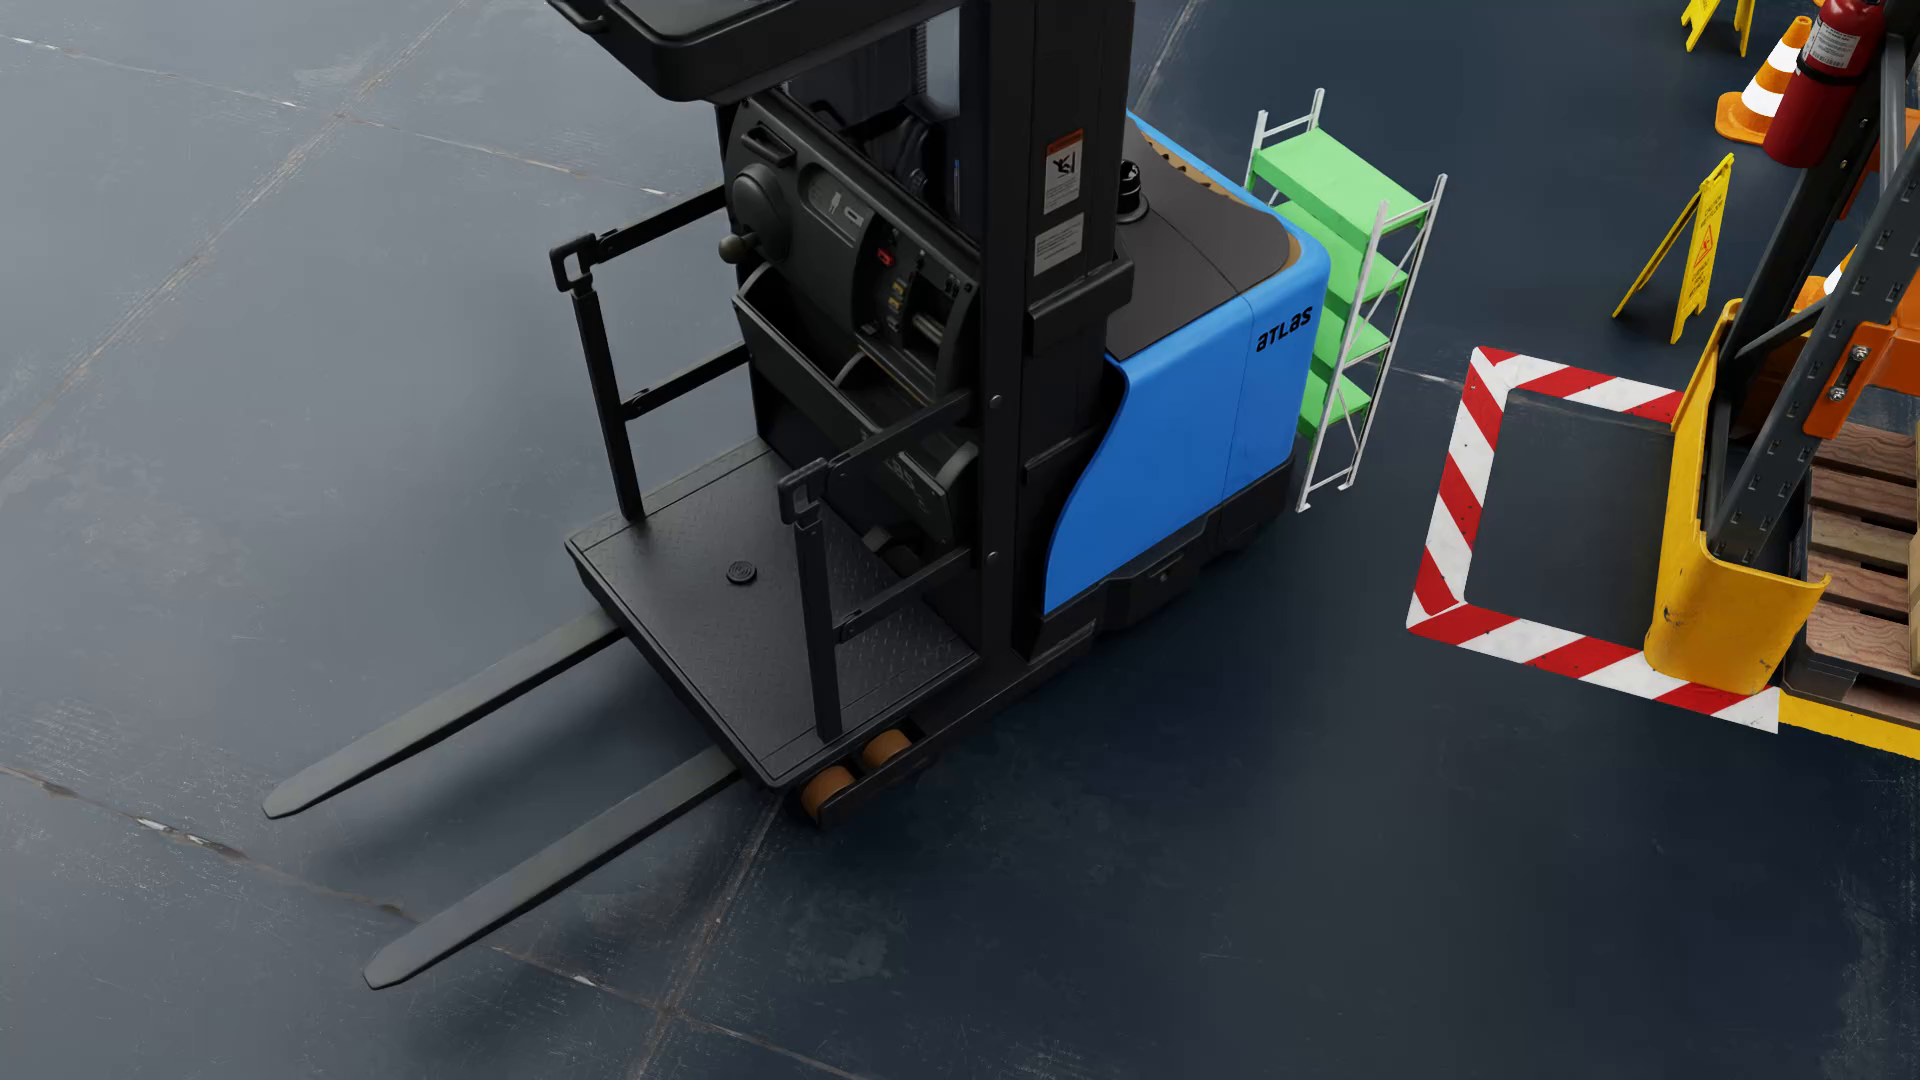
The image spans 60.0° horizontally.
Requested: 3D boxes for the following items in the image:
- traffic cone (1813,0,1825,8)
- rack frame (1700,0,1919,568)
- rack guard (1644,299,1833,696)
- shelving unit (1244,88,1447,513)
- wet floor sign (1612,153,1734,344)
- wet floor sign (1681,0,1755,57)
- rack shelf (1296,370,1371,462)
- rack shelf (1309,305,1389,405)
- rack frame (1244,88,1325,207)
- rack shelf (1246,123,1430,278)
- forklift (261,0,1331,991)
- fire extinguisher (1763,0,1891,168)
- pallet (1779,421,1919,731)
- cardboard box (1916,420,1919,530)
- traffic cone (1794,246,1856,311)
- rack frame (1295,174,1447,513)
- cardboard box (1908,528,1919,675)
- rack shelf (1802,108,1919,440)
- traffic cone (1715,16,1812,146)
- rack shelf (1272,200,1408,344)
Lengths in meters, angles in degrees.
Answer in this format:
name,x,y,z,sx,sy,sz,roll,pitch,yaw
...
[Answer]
name,x,y,z,sx,sy,sz,roll,pitch,yaw
traffic cone,3.937,-2.550,7.154,0.334,0.463,0.336,16,51,13
rack frame,2.311,-0.992,4.124,0.127,3.000,1.000,16,51,13
rack guard,2.382,-0.153,5.052,0.348,0.500,1.175,16,51,13
shelving unit,1.060,-0.693,5.049,0.258,1.200,0.503,-26,54,-24
wet floor sign,2.503,-1.029,5.715,0.232,0.644,0.267,33,57,25
wet floor sign,3.218,-2.360,6.868,0.232,0.644,0.267,8,50,7
rack shelf,1.047,-0.488,5.272,0.258,0.148,0.480,-26,54,-24
rack shelf,1.057,-0.650,5.096,0.258,0.148,0.480,-26,54,-24
rack frame,0.922,-0.846,5.180,0.240,1.200,0.015,-26,54,-24
rack shelf,1.077,-0.974,4.742,0.258,0.148,0.480,-26,54,-24
forklift,-0.439,-0.634,3.860,3.031,2.935,1.130,-31,56,-24
fire extinguisher,2.363,-1.323,4.463,0.183,0.674,0.296,16,51,13
pallet,3.132,0.179,4.955,1.213,0.211,1.003,16,51,13
cardboard box,3.185,-0.201,4.981,0.500,0.250,0.500,15,51,13
traffic cone,3.161,-0.963,5.778,0.334,0.463,0.336,16,51,13
rack frame,1.198,-0.541,4.917,0.240,1.200,0.015,-26,54,-24
cardboard box,2.971,0.179,4.652,0.500,0.250,0.500,15,51,13
rack shelf,4.187,-0.232,3.942,4.000,0.370,1.077,16,51,13
traffic cone,3.227,-1.838,6.537,0.334,0.463,0.336,16,51,13
rack shelf,1.067,-0.812,4.919,0.258,0.148,0.480,-26,54,-24
